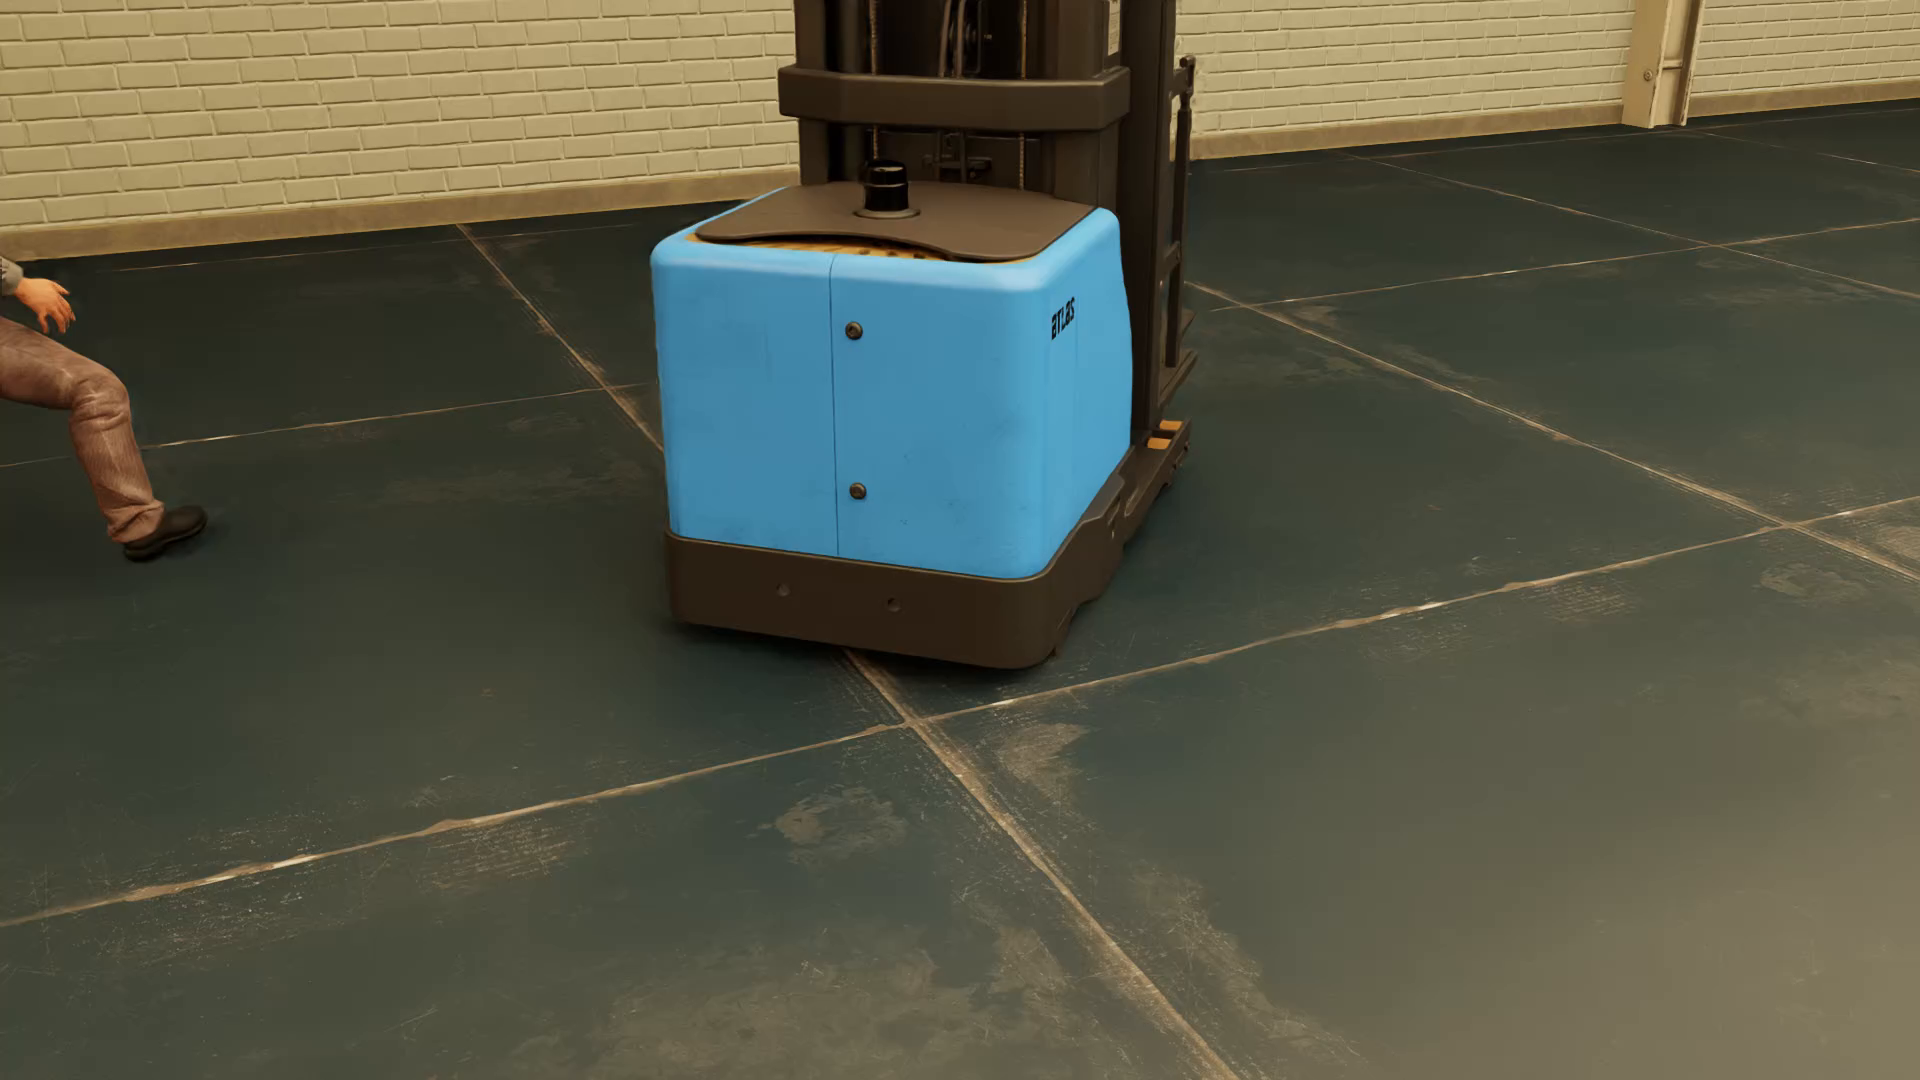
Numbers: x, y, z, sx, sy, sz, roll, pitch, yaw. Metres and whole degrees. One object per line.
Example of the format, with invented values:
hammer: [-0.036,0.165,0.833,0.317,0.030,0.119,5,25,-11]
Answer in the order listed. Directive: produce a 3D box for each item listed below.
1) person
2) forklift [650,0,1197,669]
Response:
person: [-2.920,-0.667,4.754,0.996,1.576,0.913,15,27,32]
forklift: [0.159,-1.569,5.062,1.130,2.935,3.031,7,24,17]
